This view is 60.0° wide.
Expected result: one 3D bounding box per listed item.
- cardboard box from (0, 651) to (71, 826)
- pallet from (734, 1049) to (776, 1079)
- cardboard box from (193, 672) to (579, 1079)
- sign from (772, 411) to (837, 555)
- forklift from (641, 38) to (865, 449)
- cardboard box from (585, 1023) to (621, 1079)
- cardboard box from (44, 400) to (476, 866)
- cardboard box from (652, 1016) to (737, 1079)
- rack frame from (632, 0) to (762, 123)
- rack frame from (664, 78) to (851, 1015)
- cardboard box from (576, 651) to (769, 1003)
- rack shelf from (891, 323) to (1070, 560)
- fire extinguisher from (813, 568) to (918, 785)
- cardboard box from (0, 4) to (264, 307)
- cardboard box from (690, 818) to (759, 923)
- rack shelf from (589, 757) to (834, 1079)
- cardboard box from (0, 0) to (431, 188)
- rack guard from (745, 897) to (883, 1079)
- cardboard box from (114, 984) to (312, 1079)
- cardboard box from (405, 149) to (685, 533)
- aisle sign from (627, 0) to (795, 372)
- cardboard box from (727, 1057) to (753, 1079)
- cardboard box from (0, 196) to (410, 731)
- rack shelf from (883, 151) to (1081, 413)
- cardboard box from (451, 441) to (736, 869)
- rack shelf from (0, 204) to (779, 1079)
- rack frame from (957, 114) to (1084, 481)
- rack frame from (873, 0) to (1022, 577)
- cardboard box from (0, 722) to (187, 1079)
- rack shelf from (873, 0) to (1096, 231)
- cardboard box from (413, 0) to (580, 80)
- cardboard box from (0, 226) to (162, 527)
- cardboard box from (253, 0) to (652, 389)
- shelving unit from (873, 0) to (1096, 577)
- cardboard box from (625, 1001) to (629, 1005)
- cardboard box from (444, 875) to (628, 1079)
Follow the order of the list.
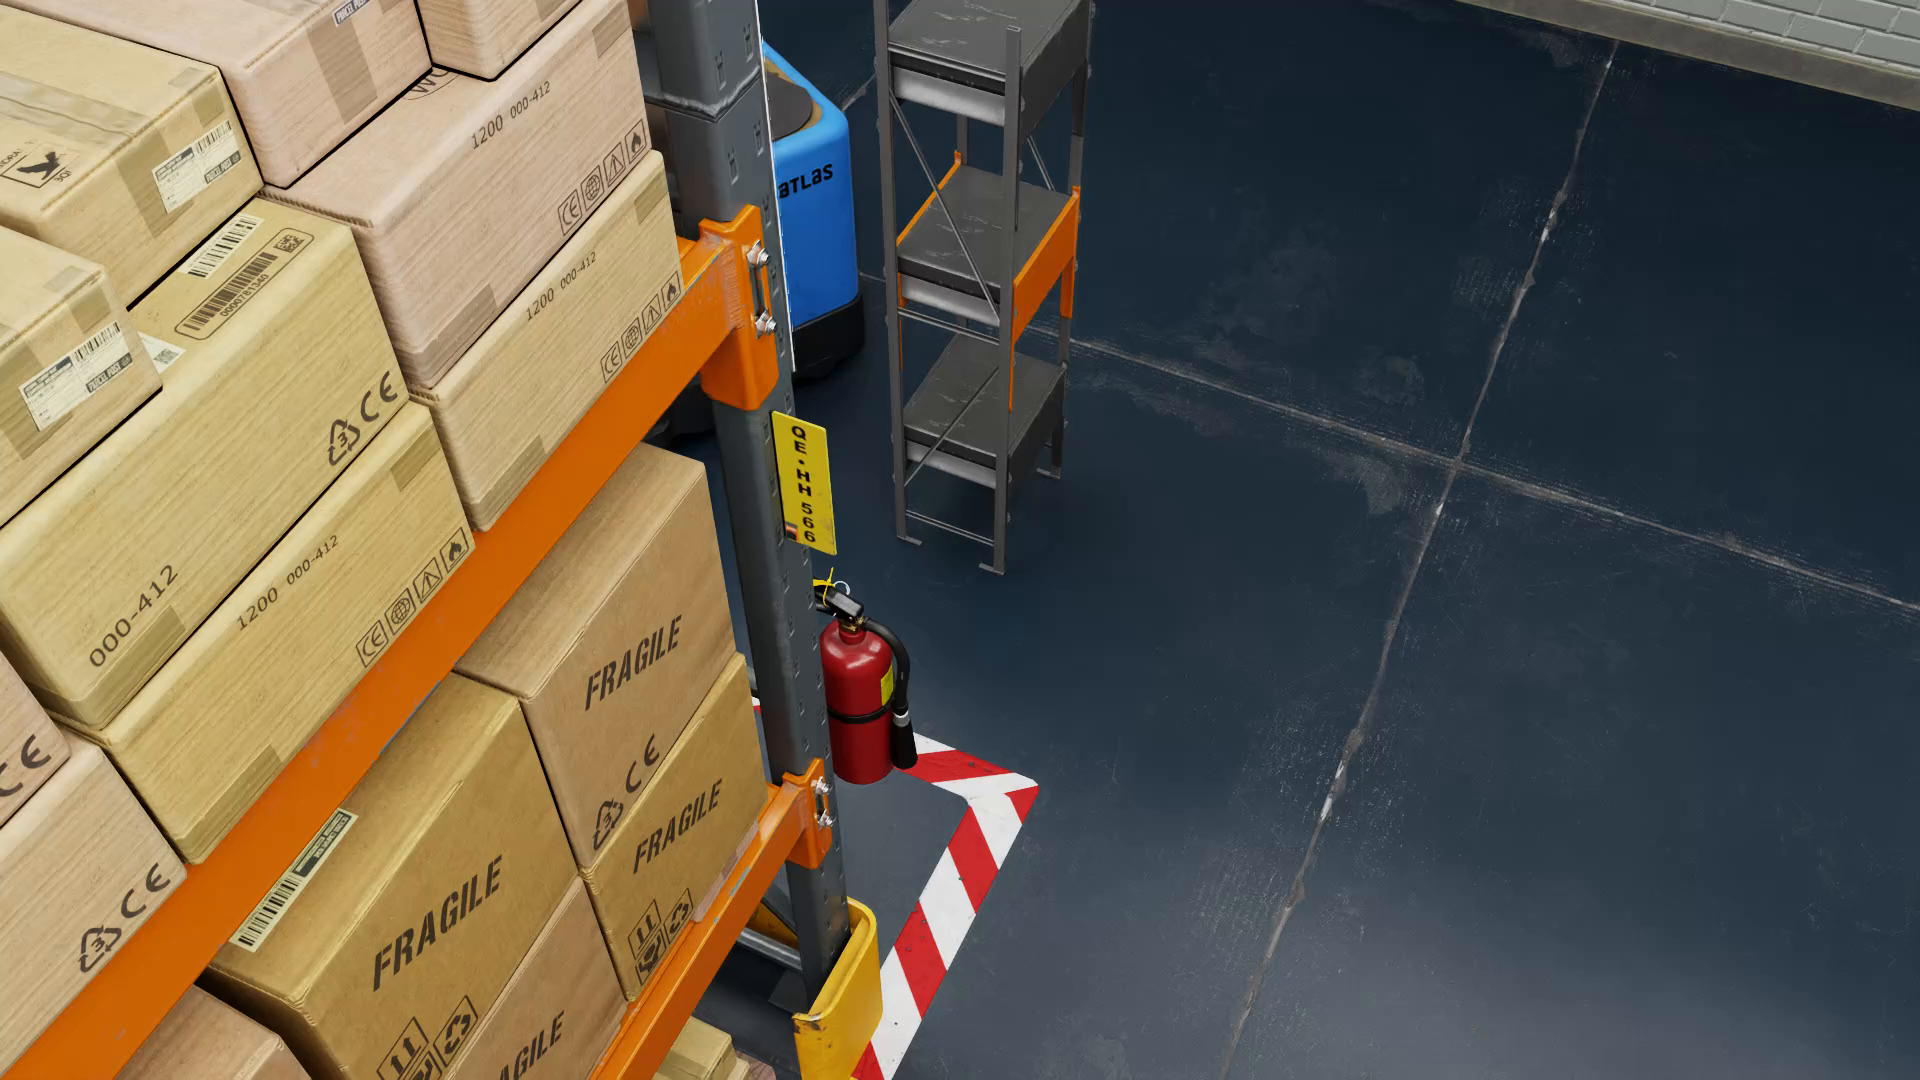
[{"bbox_3d":[-1.168,0.208,1.404,0.500,0.250,0.500,21,53,17],"label":"cardboard box"},{"bbox_3d":[-1.174,1.693,4.171,1.003,0.211,1.213,20,52,16],"label":"pallet"},{"bbox_3d":[-0.949,0.481,2.453,0.500,0.500,0.500,18,52,15],"label":"cardboard box"},{"bbox_3d":[-0.269,-0.094,2.893,0.100,0.325,0.005,20,52,16],"label":"sign"},{"bbox_3d":[-1.860,-1.319,4.948,3.031,2.935,1.130,-28,55,-22],"label":"forklift"},{"bbox_3d":[-0.880,0.924,3.159,0.380,0.149,0.250,19,52,16],"label":"cardboard box"},{"bbox_3d":[-0.929,0.019,1.893,0.500,0.250,0.500,20,52,16],"label":"cardboard box"},{"bbox_3d":[-0.759,1.231,3.938,0.380,0.149,0.250,20,53,16],"label":"cardboard box"},{"bbox_3d":[-0.762,-1.755,1.335,1.000,3.000,0.127,20,52,16],"label":"rack frame"},{"bbox_3d":[-0.762,0.189,3.619,1.000,3.000,0.127,20,52,16],"label":"rack frame"},{"bbox_3d":[-0.722,0.454,3.134,0.500,0.500,0.500,21,53,17],"label":"cardboard box"},{"bbox_3d":[0.071,-0.332,5.591,0.431,0.518,0.480,20,52,16],"label":"rack shelf"},{"bbox_3d":[-0.237,0.312,3.811,0.296,0.674,0.183,20,52,16],"label":"fire extinguisher"},{"bbox_3d":[-0.941,-0.386,1.648,0.380,0.149,0.250,18,52,15],"label":"cardboard box"},{"bbox_3d":[-0.646,0.587,3.446,0.380,0.149,0.250,20,52,16],"label":"cardboard box"},{"bbox_3d":[-1.617,1.800,2.722,1.077,0.370,4.000,20,52,16],"label":"rack shelf"},{"bbox_3d":[-0.813,-0.556,1.793,0.380,0.149,0.250,20,53,17],"label":"cardboard box"},{"bbox_3d":[-0.795,1.052,4.527,1.175,0.500,0.348,20,52,16],"label":"rack guard"},{"bbox_3d":[-1.163,0.842,2.146,0.500,0.500,0.500,22,53,18],"label":"cardboard box"},{"bbox_3d":[-0.717,-0.335,2.194,0.500,0.250,0.500,19,52,15],"label":"cardboard box"},{"bbox_3d":[-0.460,-0.606,2.589,0.394,0.787,0.004,20,52,16],"label":"aisle sign"},{"bbox_3d":[-0.730,1.337,4.044,0.380,0.149,0.250,19,52,15],"label":"cardboard box"},{"bbox_3d":[-0.946,-0.144,1.703,0.500,0.250,0.500,19,52,15],"label":"cardboard box"},{"bbox_3d":[0.071,-0.786,5.058,0.431,0.518,0.480,20,52,16],"label":"rack shelf"},{"bbox_3d":[-0.733,0.132,2.750,0.500,0.500,0.500,19,52,15],"label":"cardboard box"},{"bbox_3d":[-1.617,0.827,1.579,1.077,0.370,4.000,20,52,16],"label":"rack shelf"},{"bbox_3d":[0.175,-0.962,5.190,0.400,2.100,0.015,20,52,16],"label":"rack frame"},{"bbox_3d":[-0.034,-0.626,4.904,0.400,2.100,0.015,20,52,16],"label":"rack frame"},{"bbox_3d":[-1.153,0.356,1.607,0.500,0.250,0.500,22,53,18],"label":"cardboard box"},{"bbox_3d":[0.071,-1.239,4.525,0.431,0.518,0.480,20,52,16],"label":"rack shelf"},{"bbox_3d":[-0.639,-0.701,1.916,0.380,0.149,0.250,19,52,16],"label":"cardboard box"},{"bbox_3d":[-0.956,-0.169,1.463,0.380,0.149,0.250,21,53,17],"label":"cardboard box"},{"bbox_3d":[-0.729,-0.496,2.003,0.500,0.250,0.500,18,52,15],"label":"cardboard box"},{"bbox_3d":[0.071,-0.794,5.047,0.431,2.100,0.503,20,52,16],"label":"shelving unit"},{"bbox_3d":[-0.786,0.746,3.311,0.380,0.149,0.250,20,52,16],"label":"cardboard box"},{"bbox_3d":[-0.946,0.807,2.833,0.500,0.500,0.500,19,52,16],"label":"cardboard box"}]
